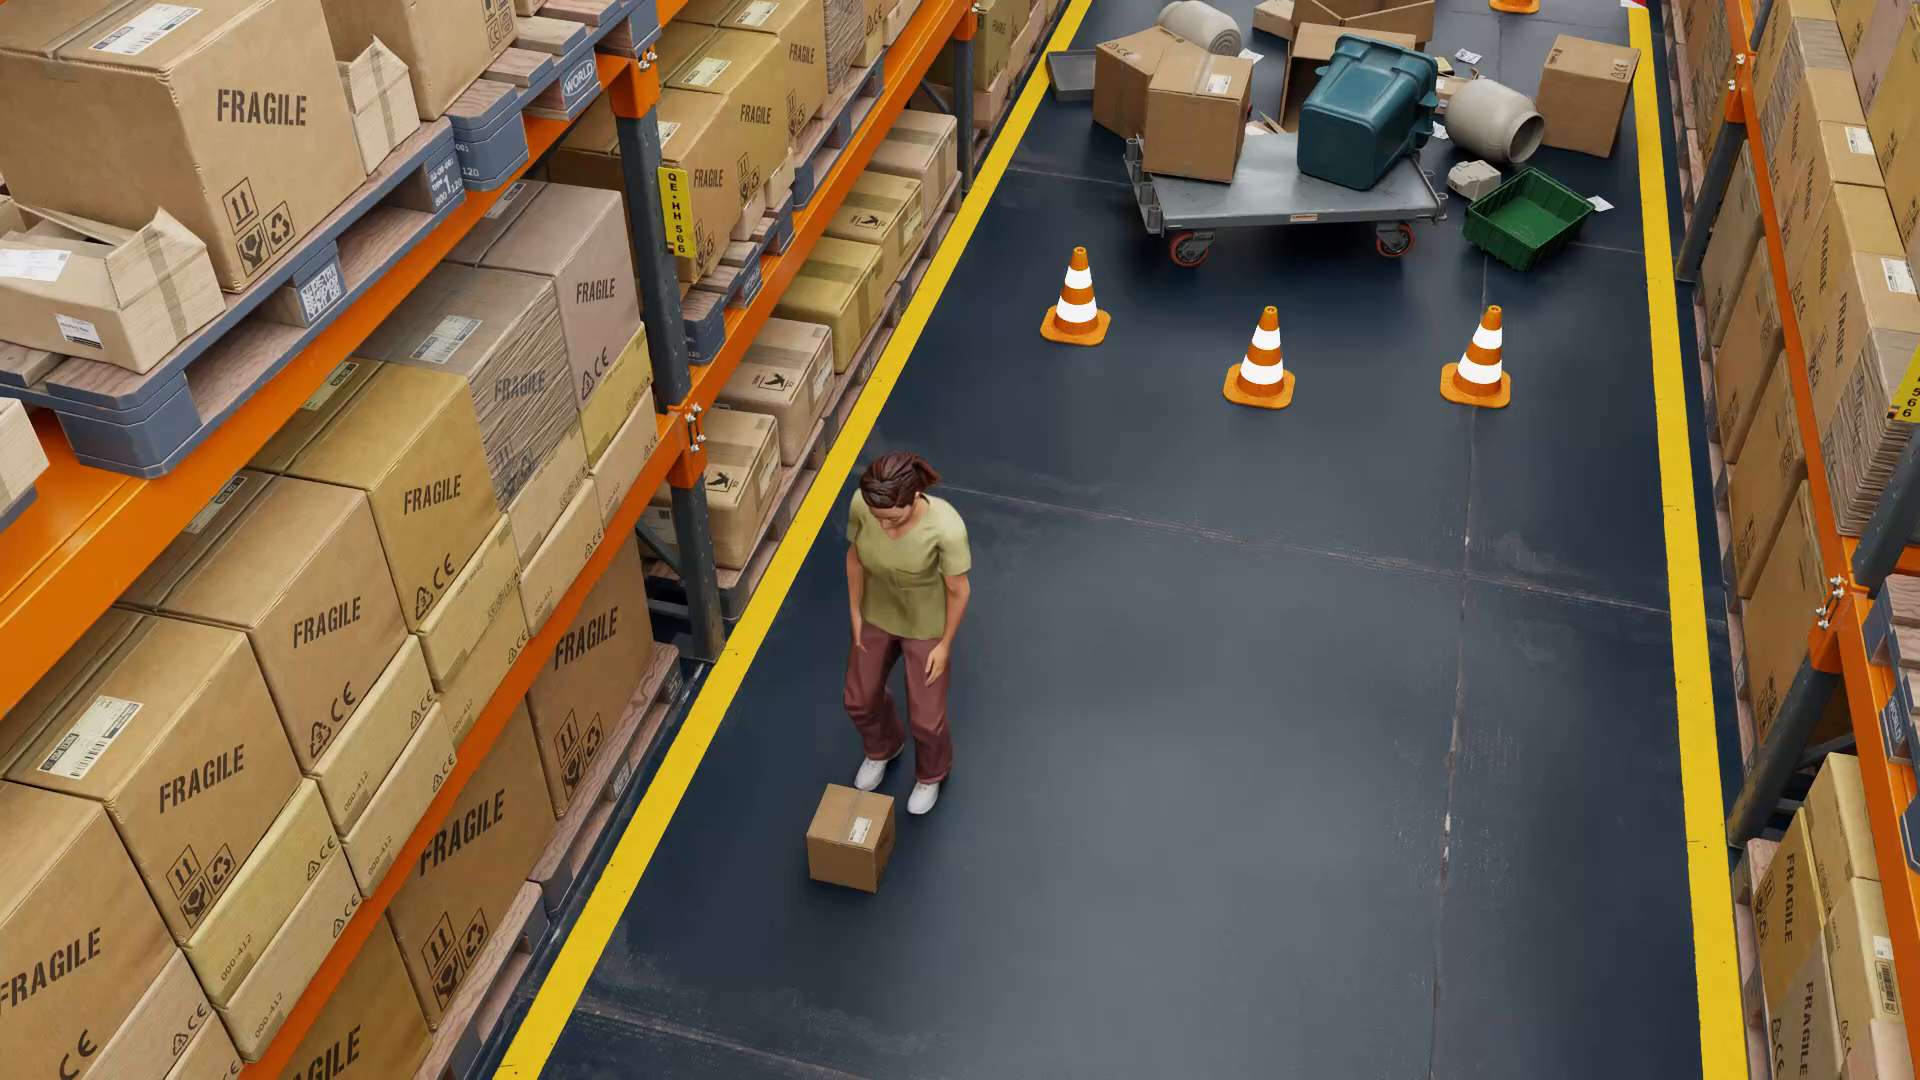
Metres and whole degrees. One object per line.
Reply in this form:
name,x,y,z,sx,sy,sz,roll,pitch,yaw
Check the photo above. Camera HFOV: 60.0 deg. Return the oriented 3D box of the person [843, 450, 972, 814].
person,-0.189,0.309,5.850,0.470,1.627,0.388,18,44,20
